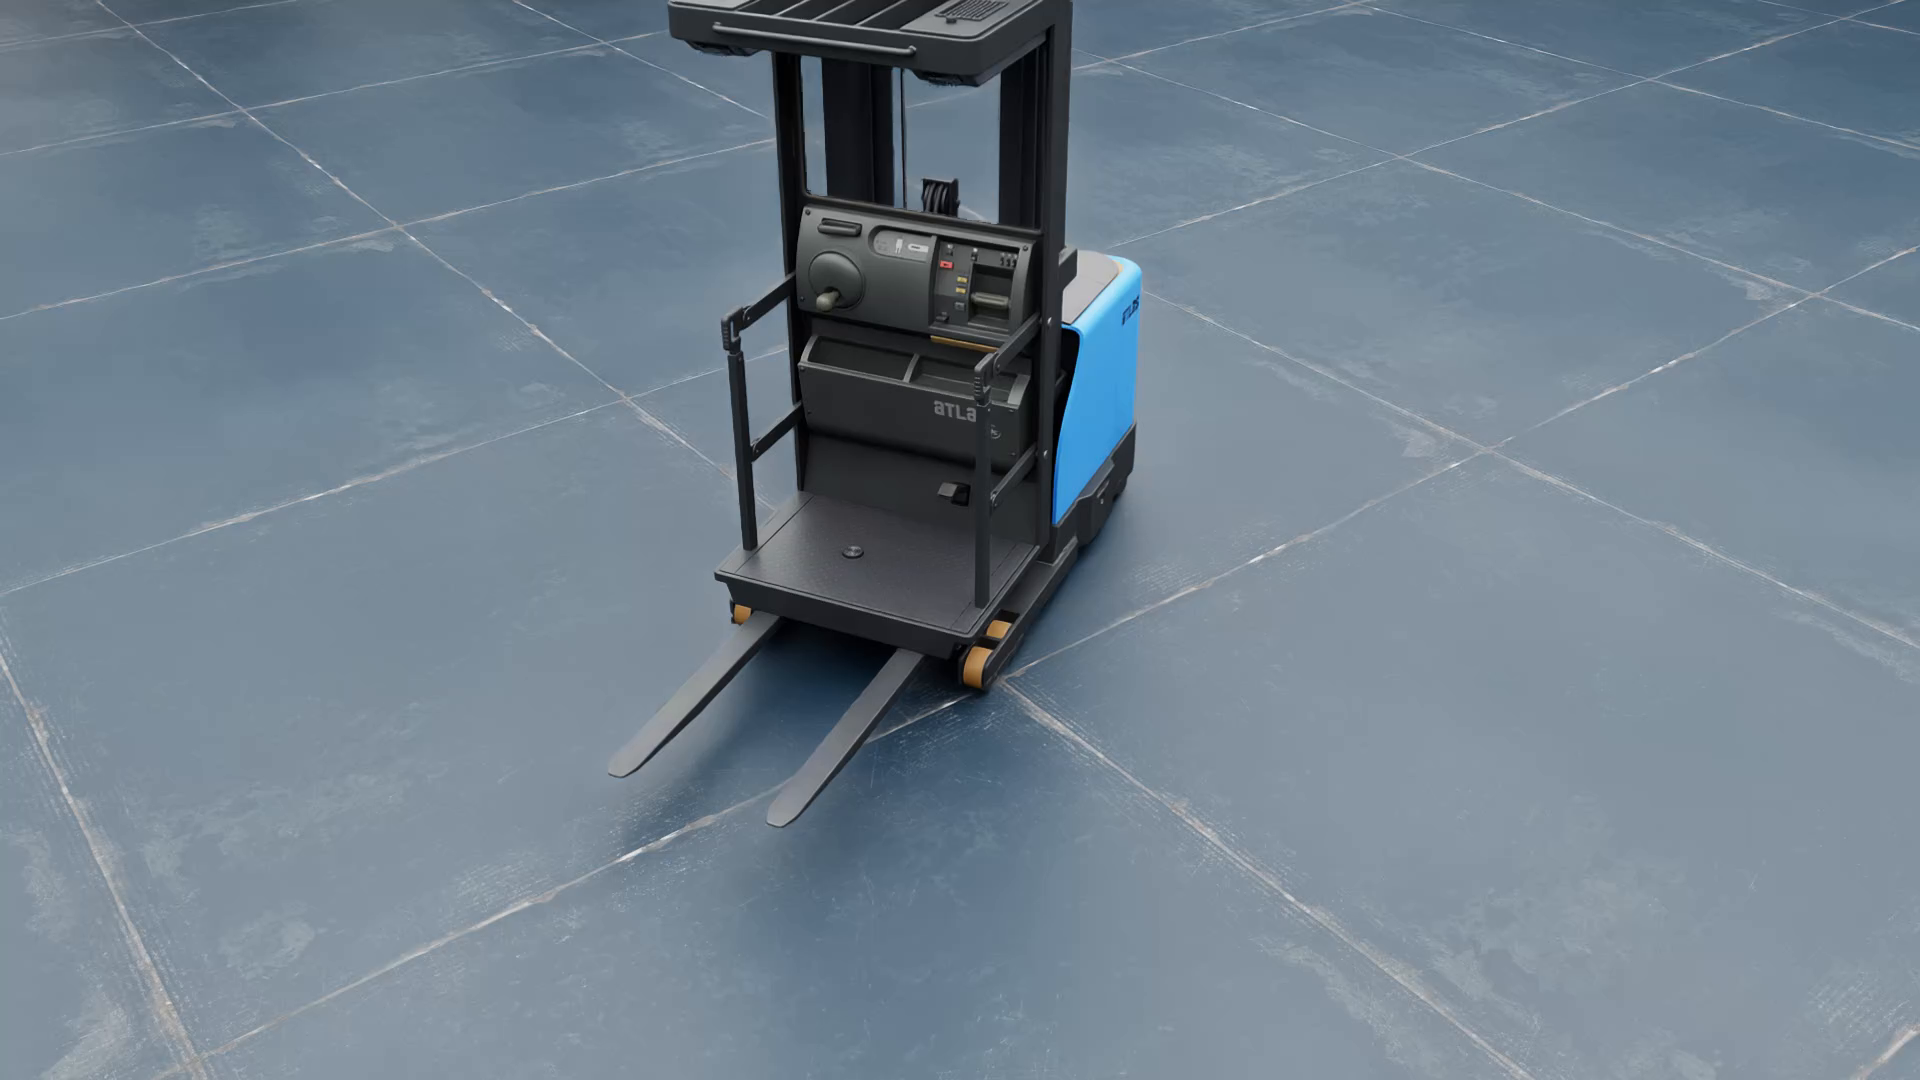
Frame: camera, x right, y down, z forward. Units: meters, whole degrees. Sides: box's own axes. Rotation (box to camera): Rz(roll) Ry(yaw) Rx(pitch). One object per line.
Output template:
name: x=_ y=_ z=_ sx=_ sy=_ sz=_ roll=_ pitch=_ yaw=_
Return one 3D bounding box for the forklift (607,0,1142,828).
forklift: x=-0.263 y=-0.933 z=5.974 sx=1.130 sy=2.935 sz=3.031 roll=13 pitch=34 yaw=20
